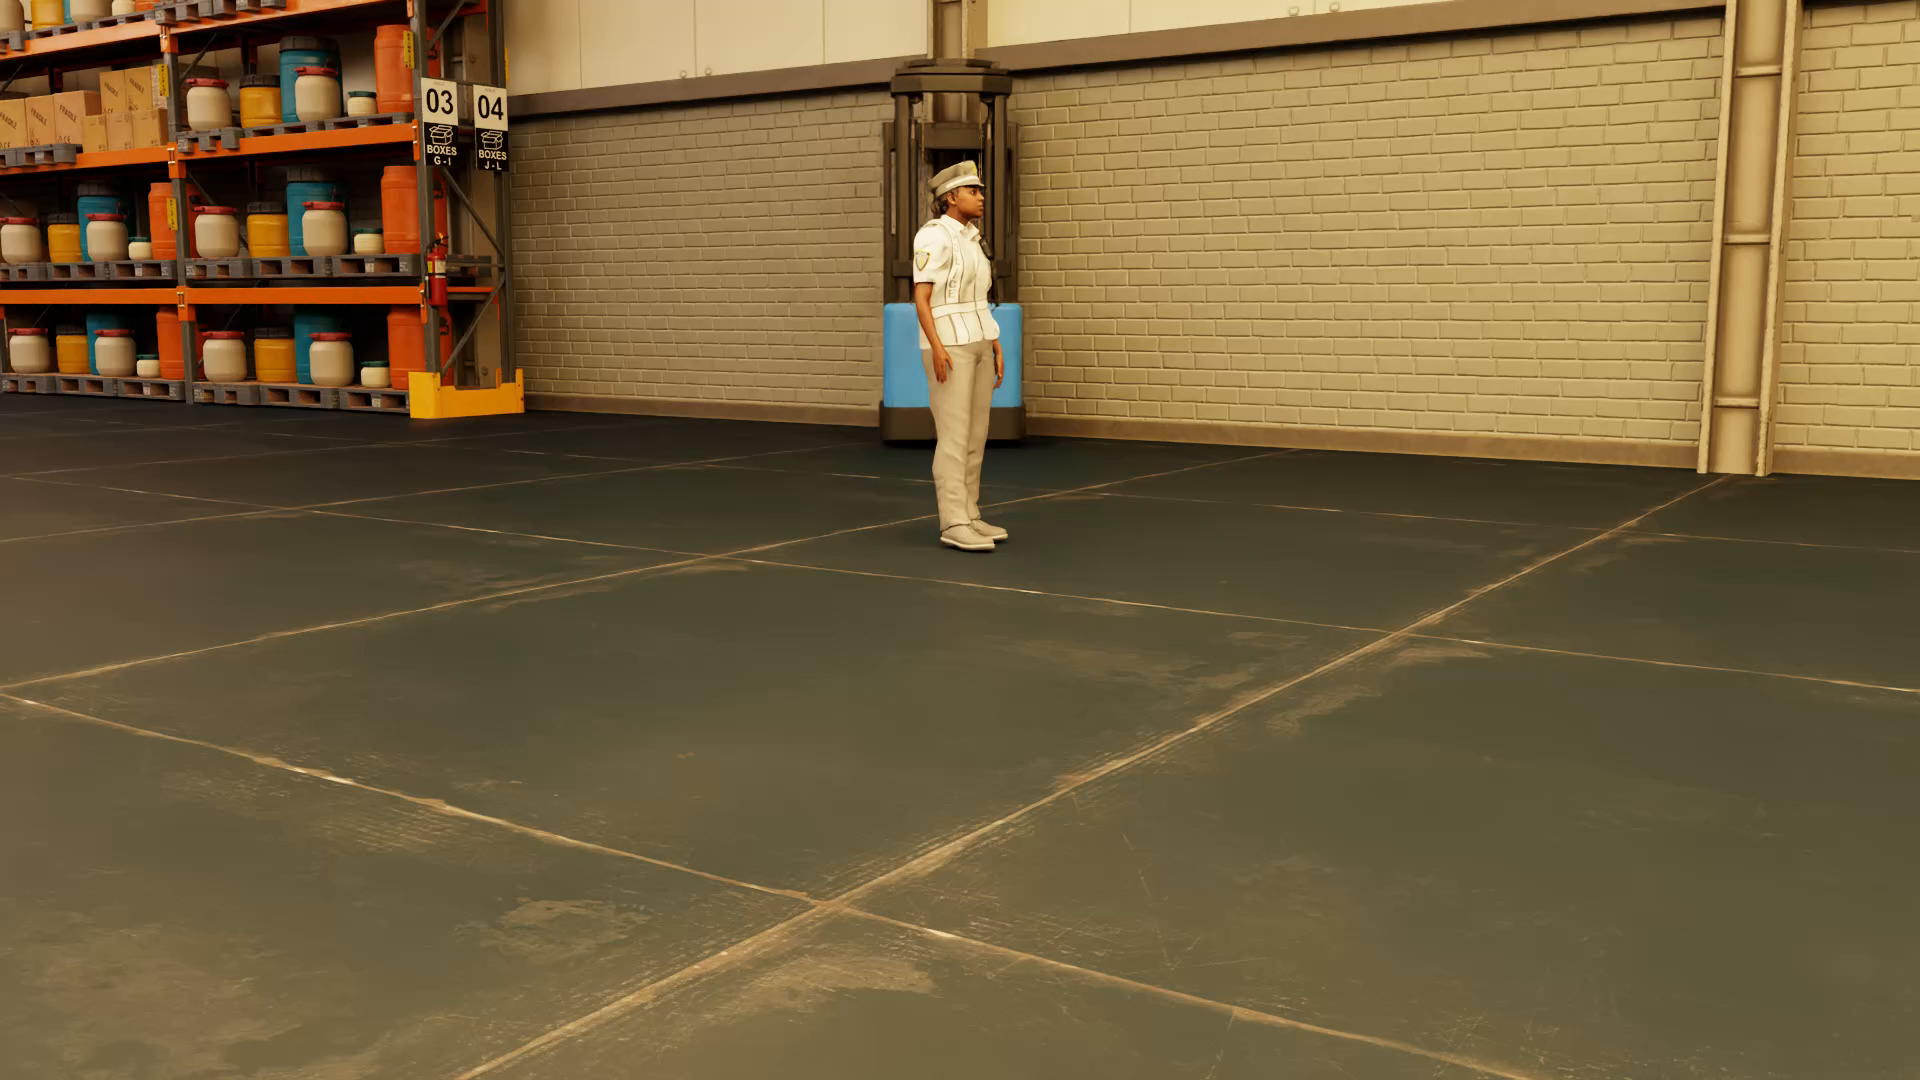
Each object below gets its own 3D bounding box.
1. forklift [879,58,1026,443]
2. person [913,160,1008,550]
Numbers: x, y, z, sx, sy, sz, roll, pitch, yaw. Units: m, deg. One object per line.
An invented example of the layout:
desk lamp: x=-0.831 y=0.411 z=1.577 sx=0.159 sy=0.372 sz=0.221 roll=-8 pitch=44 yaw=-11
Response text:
forklift: x=-0.077 y=-2.335 z=13.612 sx=1.130 sy=2.935 sz=3.031 roll=0 pitch=8 yaw=-1
person: x=0.051 y=-0.838 z=7.426 sx=0.530 sy=1.694 sz=0.569 roll=5 pitch=10 yaw=34
